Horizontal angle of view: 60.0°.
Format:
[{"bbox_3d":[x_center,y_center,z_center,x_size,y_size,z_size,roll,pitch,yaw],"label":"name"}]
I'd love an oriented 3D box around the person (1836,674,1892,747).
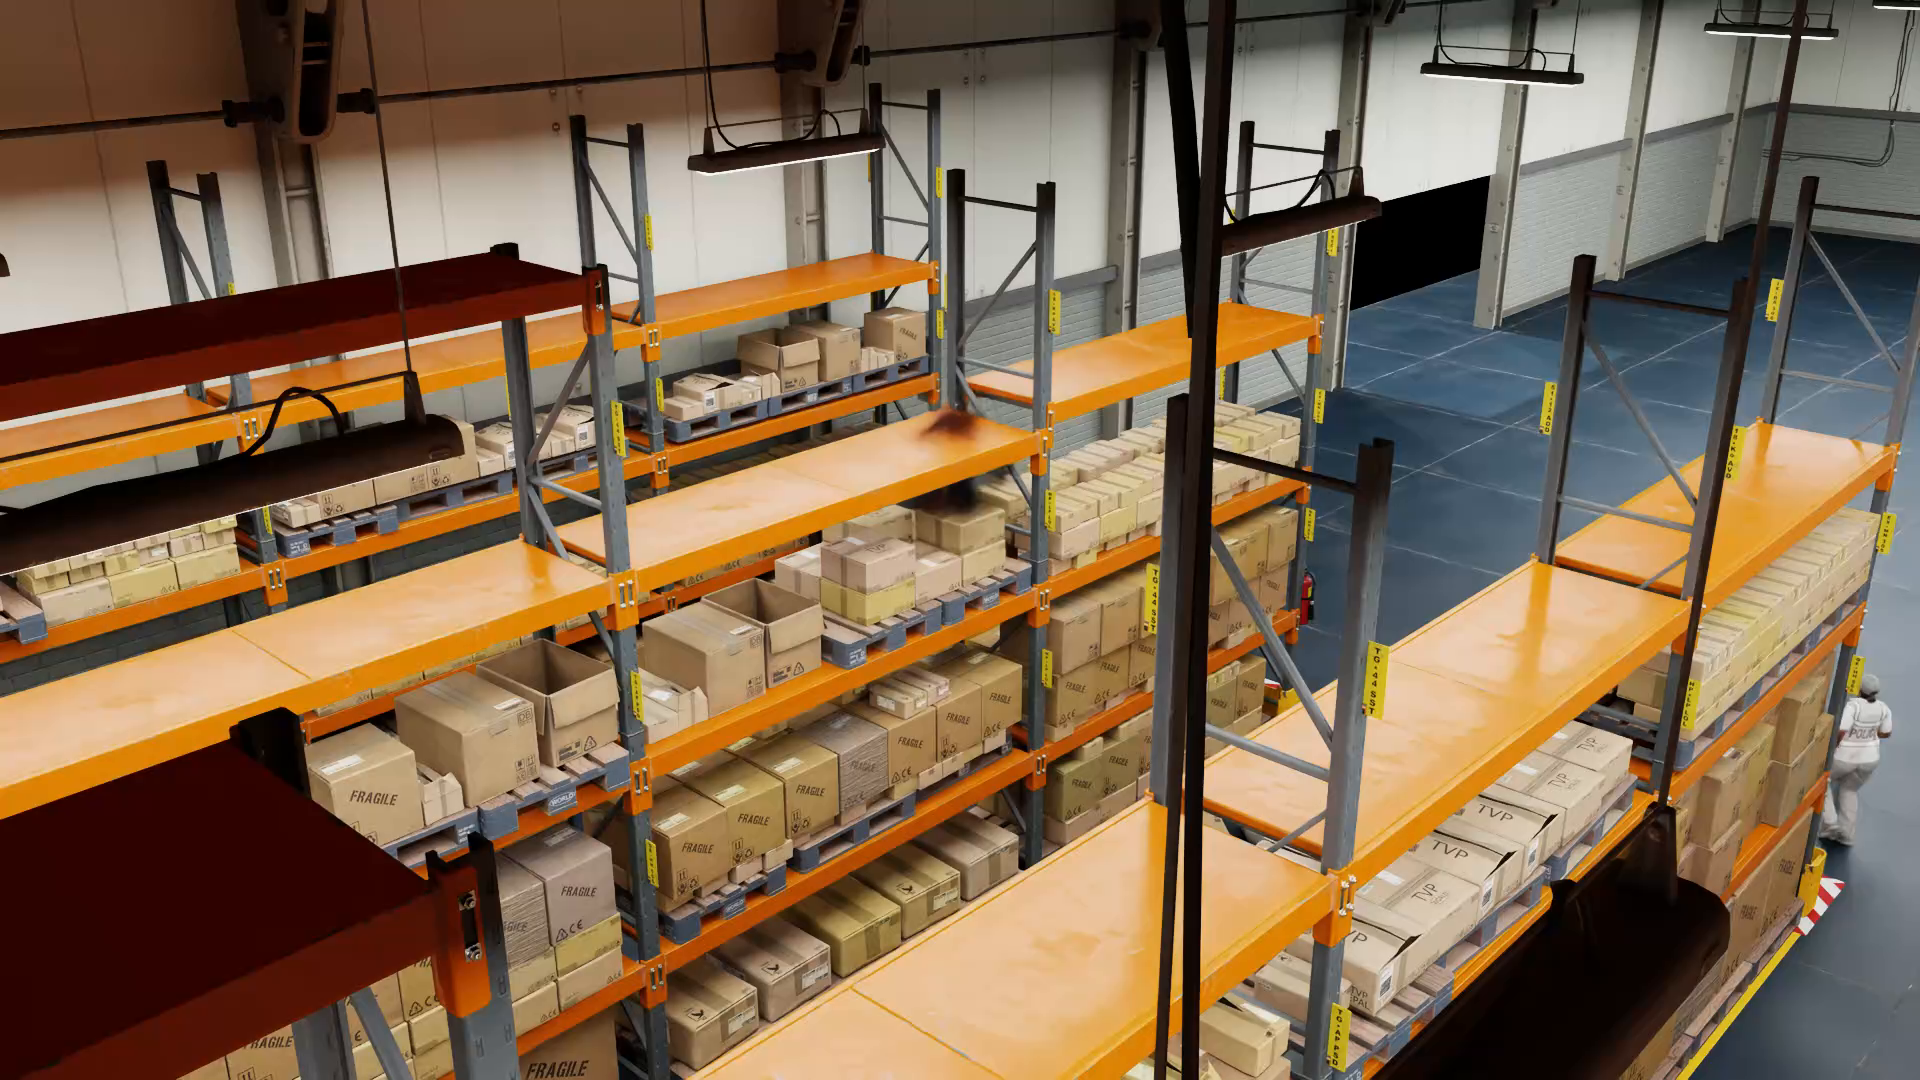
[{"bbox_3d":[7.903,1.522,14.700,0.607,0.812,0.526,-1,21,-4],"label":"person"}]
